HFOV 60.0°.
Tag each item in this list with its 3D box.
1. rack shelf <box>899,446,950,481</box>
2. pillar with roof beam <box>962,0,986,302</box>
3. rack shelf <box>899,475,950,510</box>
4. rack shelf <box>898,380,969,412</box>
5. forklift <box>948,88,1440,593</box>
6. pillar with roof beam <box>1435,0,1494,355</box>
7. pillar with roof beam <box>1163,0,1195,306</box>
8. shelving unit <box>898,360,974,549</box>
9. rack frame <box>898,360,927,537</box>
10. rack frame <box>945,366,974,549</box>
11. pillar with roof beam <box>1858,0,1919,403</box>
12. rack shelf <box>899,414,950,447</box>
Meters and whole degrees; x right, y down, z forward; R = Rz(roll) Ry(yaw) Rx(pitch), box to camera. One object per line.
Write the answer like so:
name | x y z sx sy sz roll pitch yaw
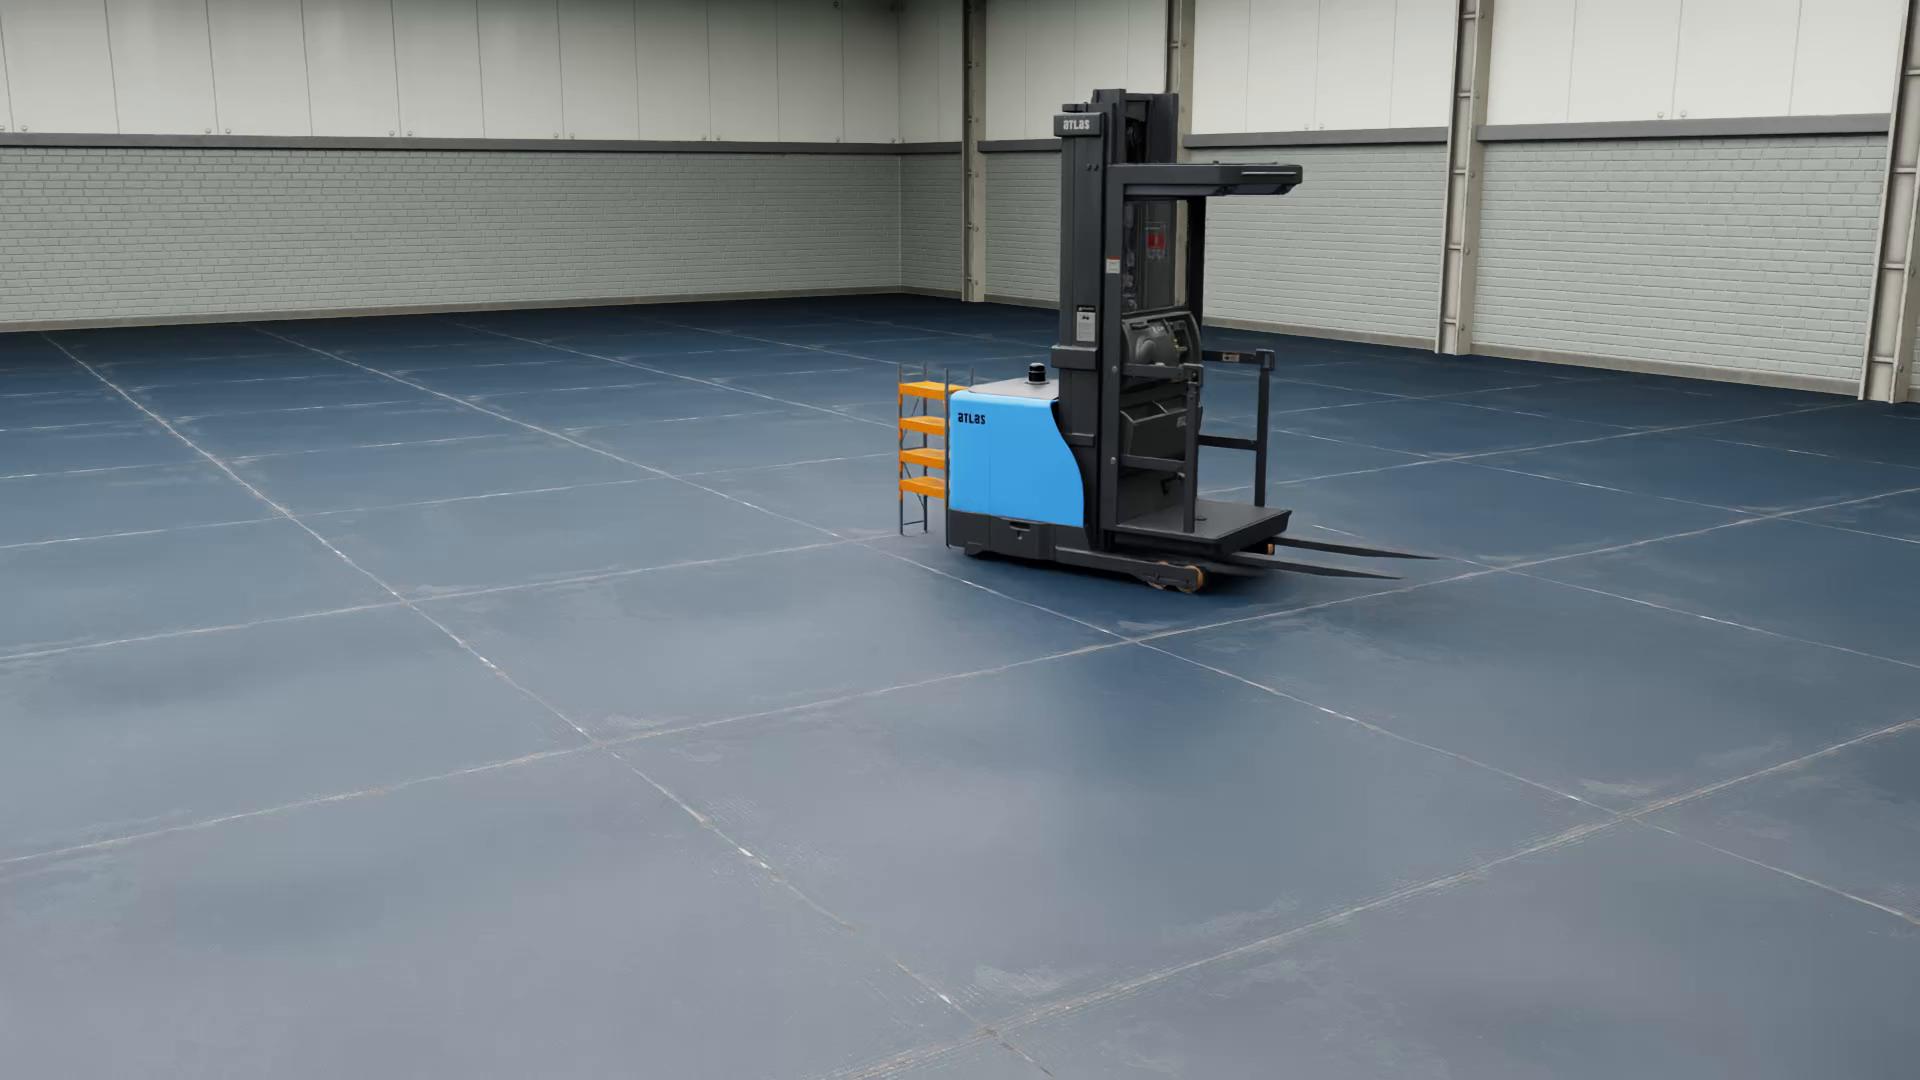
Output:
rack shelf | -0.164 -0.520 11.246 0.258 0.148 0.480 -10 16 -40
pillar with roof beam | -3.313 -8.640 29.809 9.100 9.000 0.400 -8 15 -33
rack shelf | -0.164 -0.326 11.288 0.258 0.148 0.480 -10 16 -40
rack shelf | -0.164 -0.970 11.147 0.258 0.148 0.480 -10 16 -40
forklift | 1.421 -1.243 10.186 3.031 2.935 1.130 8 15 34
pillar with roof beam | 3.336 -6.506 20.050 9.100 9.000 0.400 -8 15 -33
pillar with roof beam | 0.011 -7.573 24.929 9.100 9.000 0.400 -8 15 -33
shelving unit | -0.164 -0.586 11.231 0.258 1.200 0.503 -10 16 -40
rack frame | -0.324 -0.625 11.412 0.240 1.200 0.015 -10 16 -40
rack frame | -0.005 -0.546 11.051 0.240 1.200 0.015 -10 16 -40
pillar with roof beam | 6.660 -5.439 15.170 9.100 9.000 0.400 -8 15 -33
rack shelf | -0.164 -0.738 11.198 0.258 0.148 0.480 -10 16 -40
